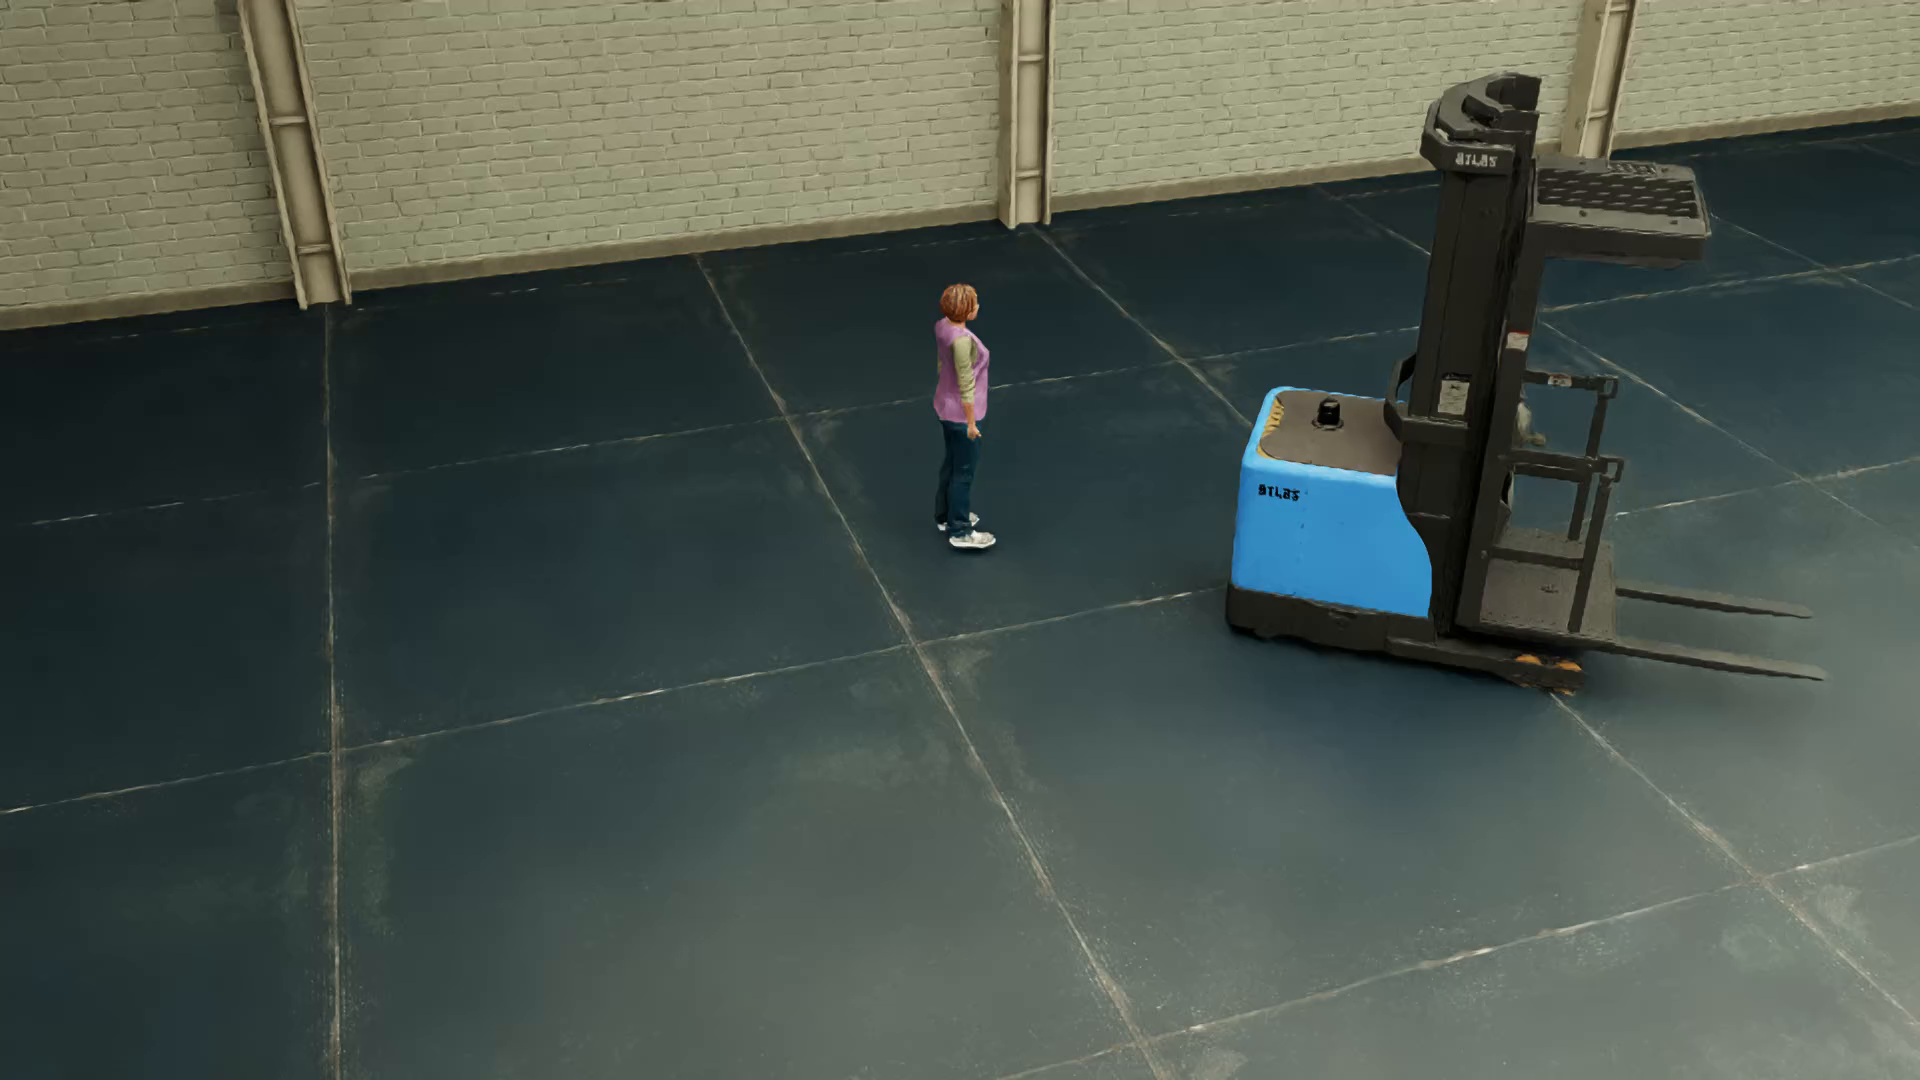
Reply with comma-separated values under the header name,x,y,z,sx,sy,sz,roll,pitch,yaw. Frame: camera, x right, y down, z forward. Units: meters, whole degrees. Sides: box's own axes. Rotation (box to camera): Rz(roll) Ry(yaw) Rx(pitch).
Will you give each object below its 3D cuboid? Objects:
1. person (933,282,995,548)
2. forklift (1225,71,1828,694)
name,x,y,z,sx,sy,sz,roll,pitch,yaw
person,0.009,-0.730,9.610,0.311,1.603,0.405,-10,31,-16
forklift,3.031,-0.770,8.425,3.031,2.935,1.130,9,31,15
